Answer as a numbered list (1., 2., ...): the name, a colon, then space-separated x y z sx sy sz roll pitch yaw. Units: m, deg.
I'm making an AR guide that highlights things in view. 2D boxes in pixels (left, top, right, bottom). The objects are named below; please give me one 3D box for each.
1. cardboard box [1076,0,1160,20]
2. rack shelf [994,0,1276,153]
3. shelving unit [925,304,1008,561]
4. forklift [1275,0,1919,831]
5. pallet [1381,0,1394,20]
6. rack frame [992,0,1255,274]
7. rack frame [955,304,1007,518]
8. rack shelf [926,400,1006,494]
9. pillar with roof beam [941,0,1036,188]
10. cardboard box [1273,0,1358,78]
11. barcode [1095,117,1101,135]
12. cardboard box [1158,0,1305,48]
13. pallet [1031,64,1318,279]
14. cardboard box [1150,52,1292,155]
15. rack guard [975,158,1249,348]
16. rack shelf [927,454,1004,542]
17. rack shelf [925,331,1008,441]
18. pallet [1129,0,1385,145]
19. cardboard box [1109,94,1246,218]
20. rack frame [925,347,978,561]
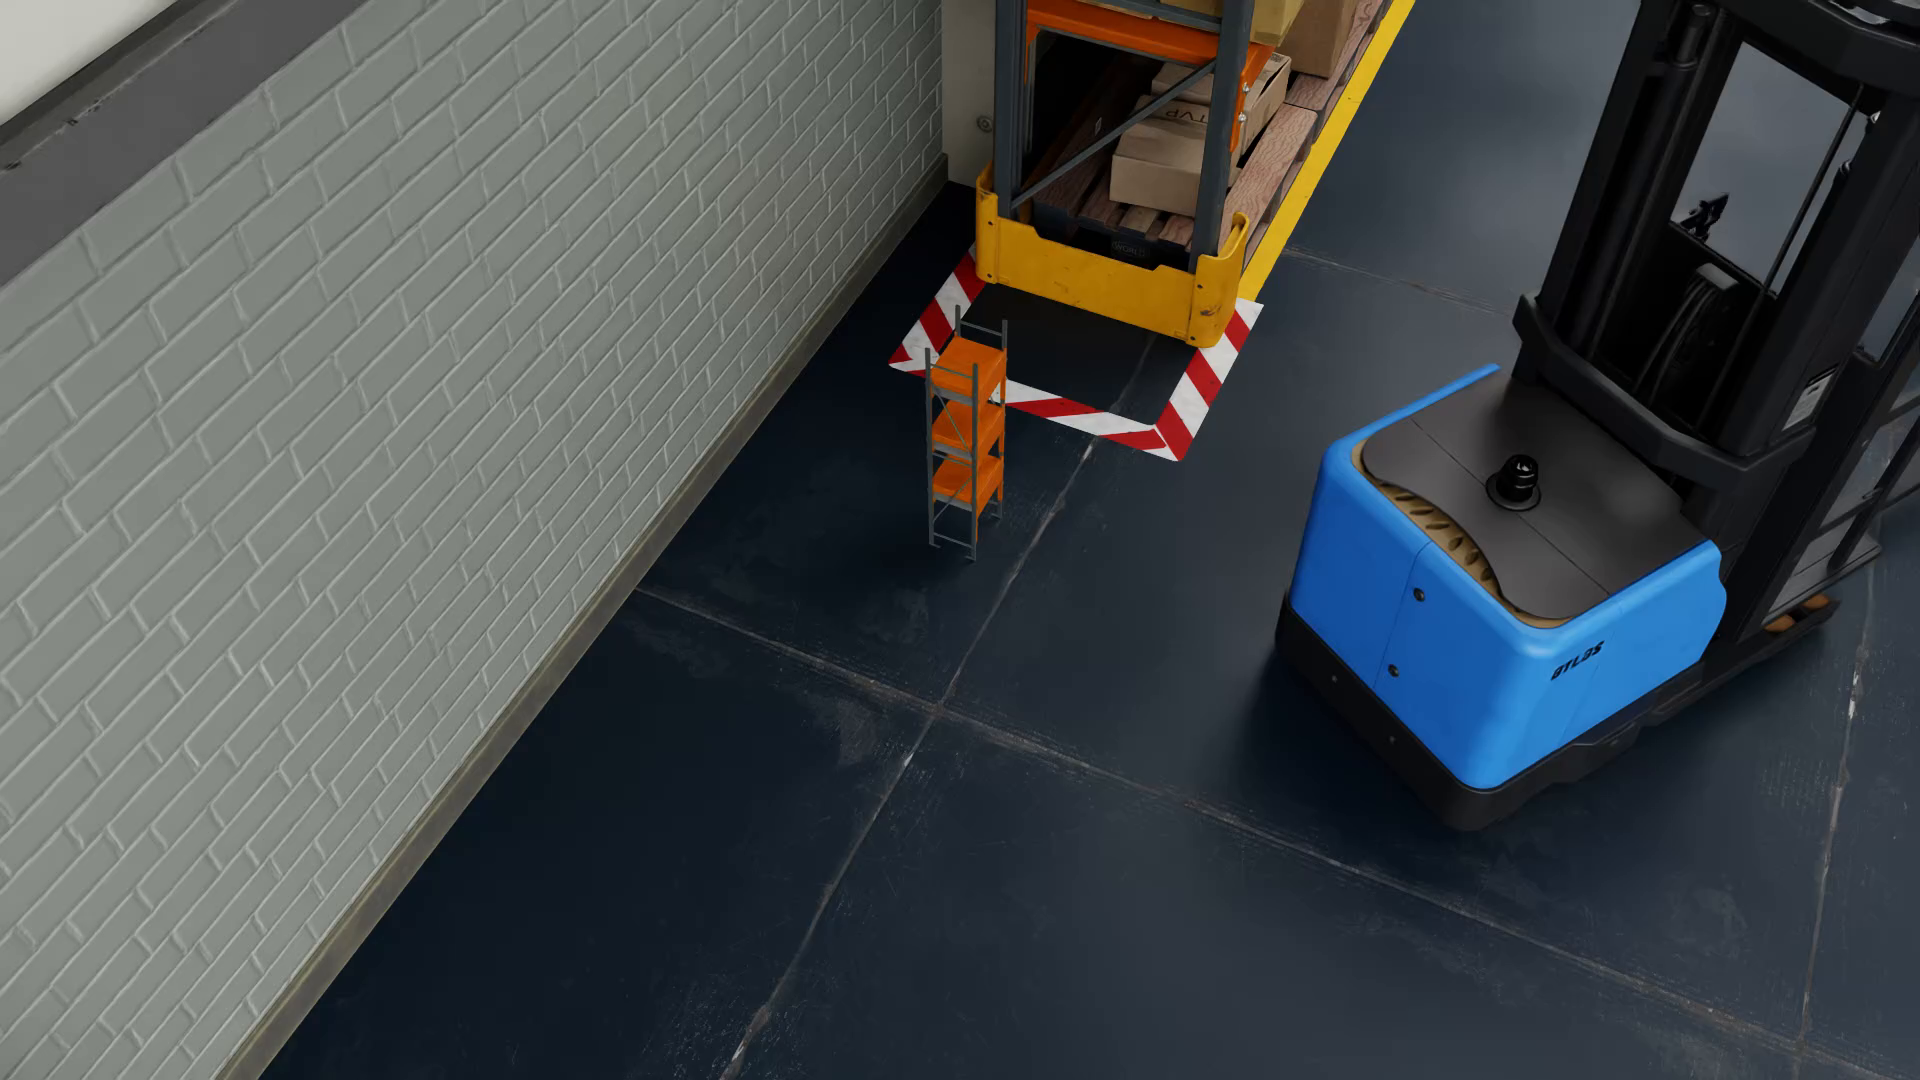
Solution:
1. cardboard box: 0.641 -2.394 6.718 0.500 0.250 0.500 20 53 17
2. rack shelf: 1.471 -3.195 7.787 1.077 0.370 4.000 20 52 16
3. shelving unit: 0.023 -0.377 6.197 0.215 1.050 0.252 20 52 16
4. forklift: 2.686 -0.842 5.357 3.031 2.935 1.130 -26 54 -20
5. pallet: 2.070 -3.428 9.343 1.003 0.211 1.213 20 52 16
6. rack frame: 0.617 -2.051 6.341 1.000 3.000 0.127 20 52 16
7. rack frame: 0.075 -0.461 6.268 0.200 1.050 0.008 20 52 16
8. rack shelf: 0.023 -0.370 6.205 0.215 0.259 0.240 20 52 16
9. pillar with roof beam: 4.026 -3.358 3.514 9.100 9.000 0.400 20 52 16
10. cardboard box: 1.596 -2.712 8.256 0.700 0.500 0.500 17 52 14
11. barcode: 0.640 -1.915 7.696 0.001 0.075 0.075 20 52 16
12. cardboard box: 1.112 -2.242 6.588 0.500 0.250 0.500 18 52 15
13. pallet: 1.028 -1.748 7.914 1.003 0.211 1.213 20 52 16
14. cardboard box: 1.237 -2.162 7.912 0.500 0.311 0.500 24 54 19
15. rack guard: 0.649 -1.293 7.337 1.175 0.500 0.348 20 52 16
16. rack shelf: 0.023 -0.190 6.416 0.215 0.259 0.240 20 52 16
17. rack shelf: 0.023 -0.554 5.989 0.215 0.259 0.240 20 52 16
18. pallet: 1.551 -2.585 8.626 1.003 0.211 1.213 20 52 16
19. cardboard box: 0.994 -1.770 7.578 0.500 0.311 0.500 14 51 12
20. rack frame: -0.029 -0.293 6.125 0.200 1.050 0.008 20 52 16
